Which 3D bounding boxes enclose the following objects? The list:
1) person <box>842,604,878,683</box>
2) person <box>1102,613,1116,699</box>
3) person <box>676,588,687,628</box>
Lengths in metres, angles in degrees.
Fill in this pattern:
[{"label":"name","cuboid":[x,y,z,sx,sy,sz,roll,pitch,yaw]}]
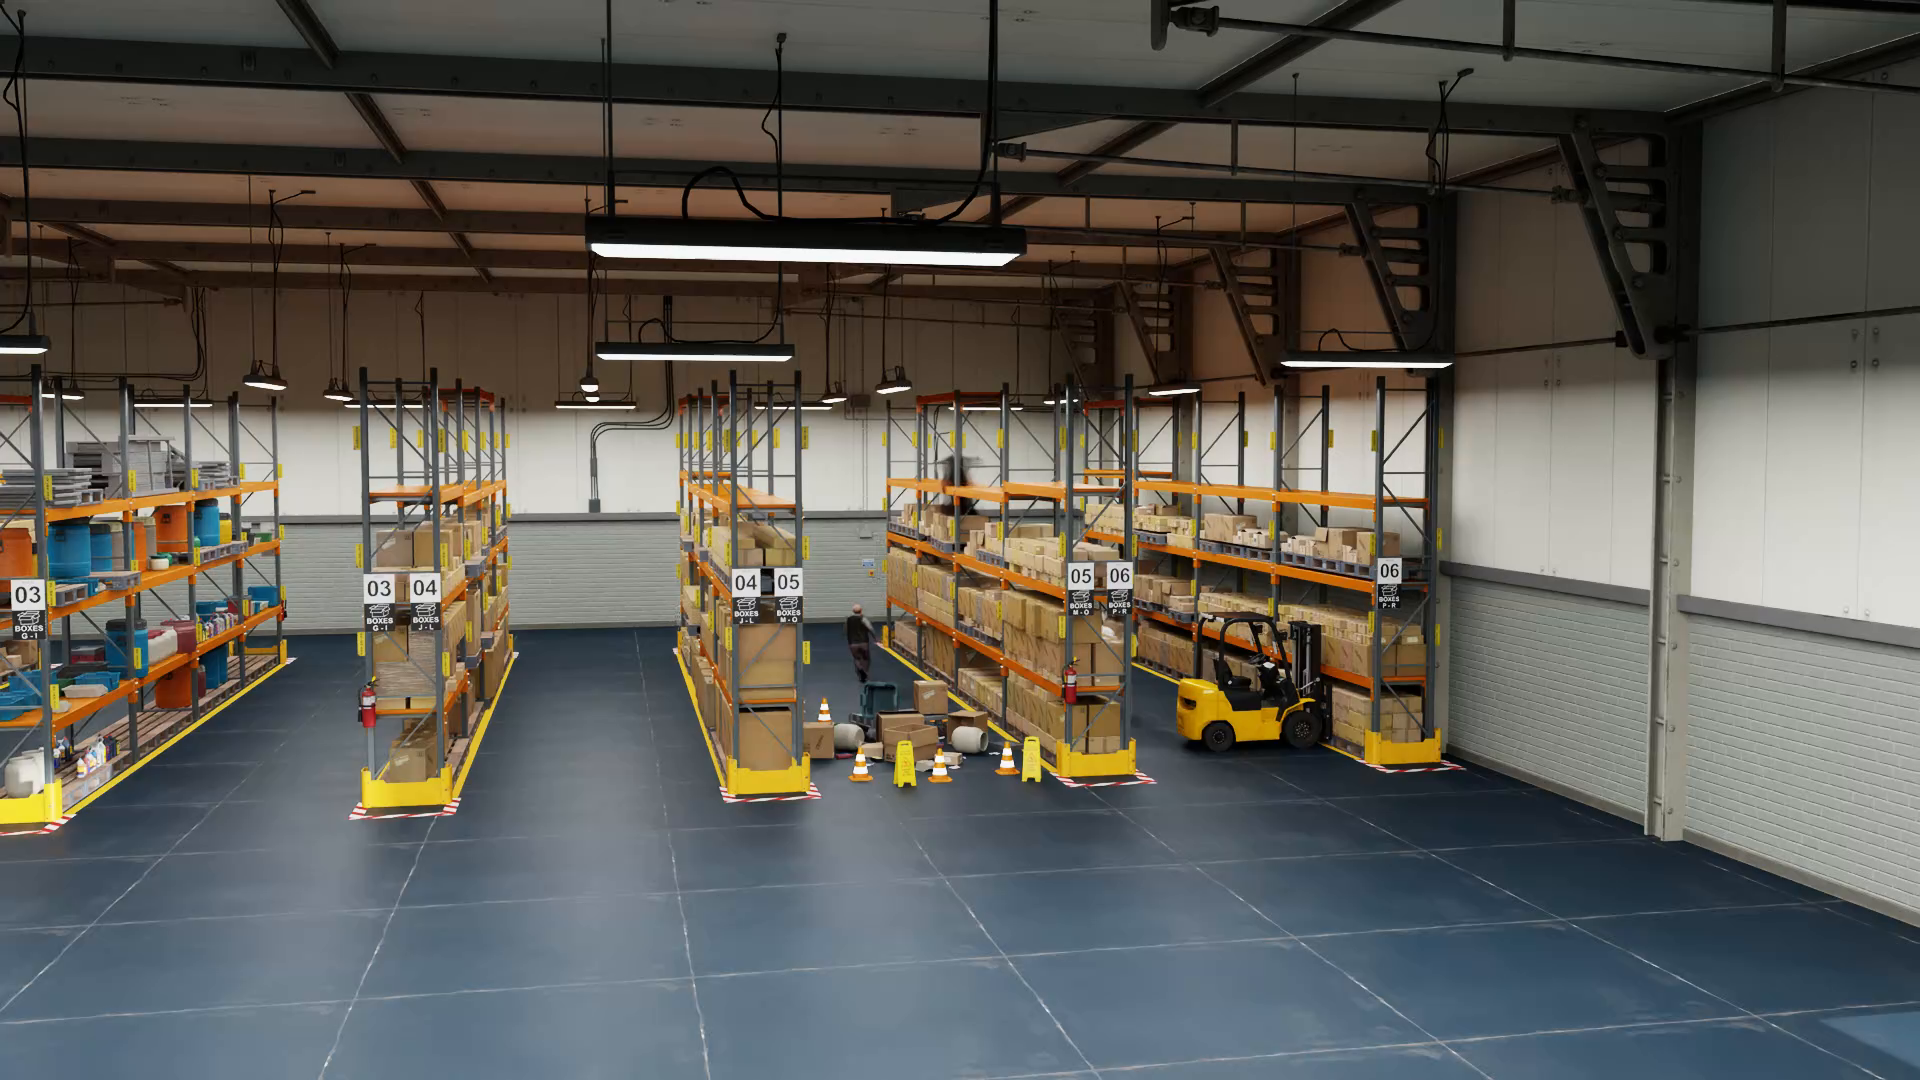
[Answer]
[{"label":"person","cuboid":[-2.088,2.161,34.439,0.737,1.634,0.539,0,3,6]},{"label":"person","cuboid":[2.639,2.238,31.647,0.708,1.747,0.931,-1,4,-16]},{"label":"person","cuboid":[-6.725,1.689,41.093,0.710,1.727,0.648,2,4,31]}]
